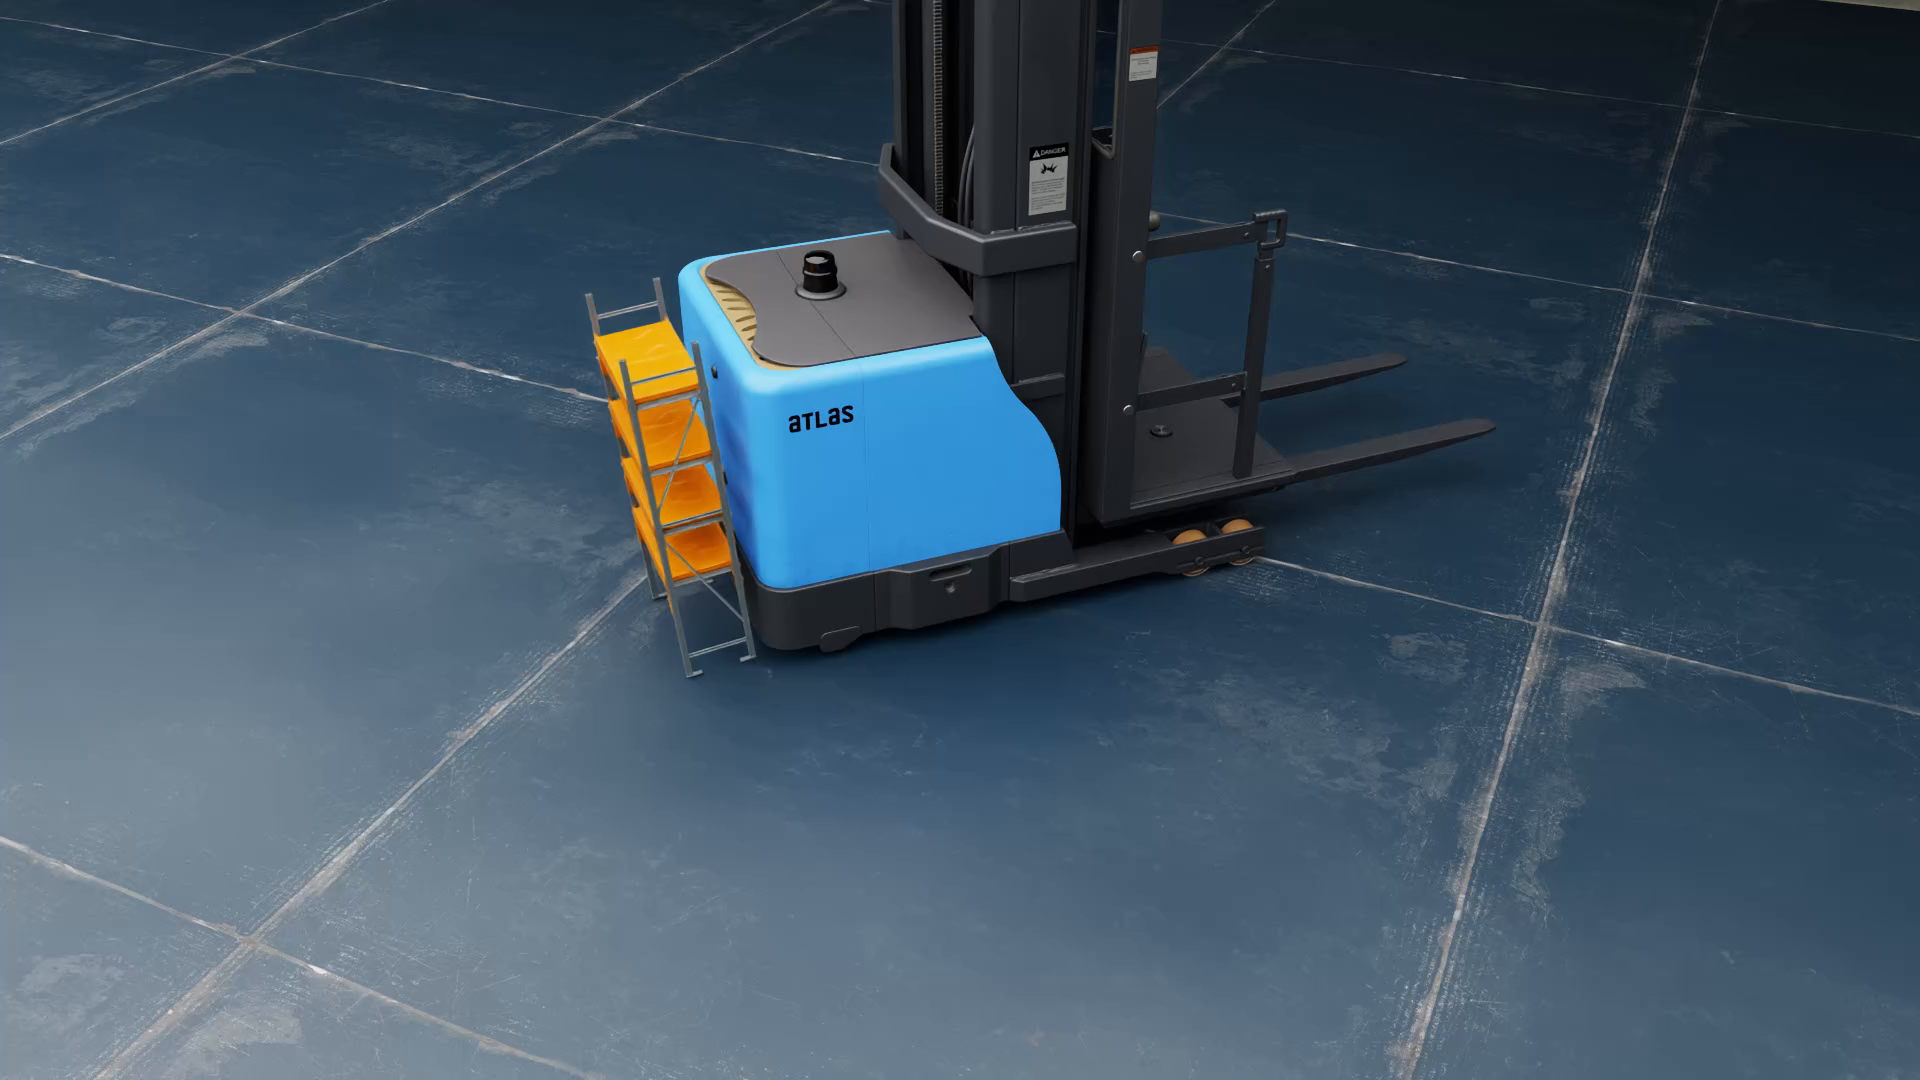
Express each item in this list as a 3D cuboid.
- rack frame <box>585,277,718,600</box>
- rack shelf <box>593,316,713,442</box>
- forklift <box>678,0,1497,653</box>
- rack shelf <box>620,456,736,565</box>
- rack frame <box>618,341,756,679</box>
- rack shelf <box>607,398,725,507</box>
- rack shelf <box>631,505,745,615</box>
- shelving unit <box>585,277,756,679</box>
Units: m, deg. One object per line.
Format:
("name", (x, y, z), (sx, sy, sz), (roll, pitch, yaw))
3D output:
("rack frame", (-1.027, -0.313, 5.617), (0.240, 1.200, 0.015), (-16, 36, -16))
("rack shelf", (-0.964, -0.511, 5.203), (0.258, 0.148, 0.480), (-16, 36, -16))
("forklift", (0.579, -1.351, 5.637), (3.031, 2.935, 1.130), (-12, 35, -18))
("rack shelf", (-0.930, -0.134, 5.466), (0.258, 0.148, 0.480), (-16, 36, -16))
("rack frame", (-0.844, -0.065, 5.238), (0.240, 1.200, 0.015), (-16, 36, -16))
("rack shelf", (-0.947, -0.317, 5.338), (0.258, 0.148, 0.480), (-16, 36, -16))
("rack shelf", (-0.916, 0.028, 5.579), (0.258, 0.148, 0.480), (-16, 36, -16))
("shelving unit", (-0.935, -0.189, 5.427), (0.258, 1.200, 0.503), (-16, 36, -16))
